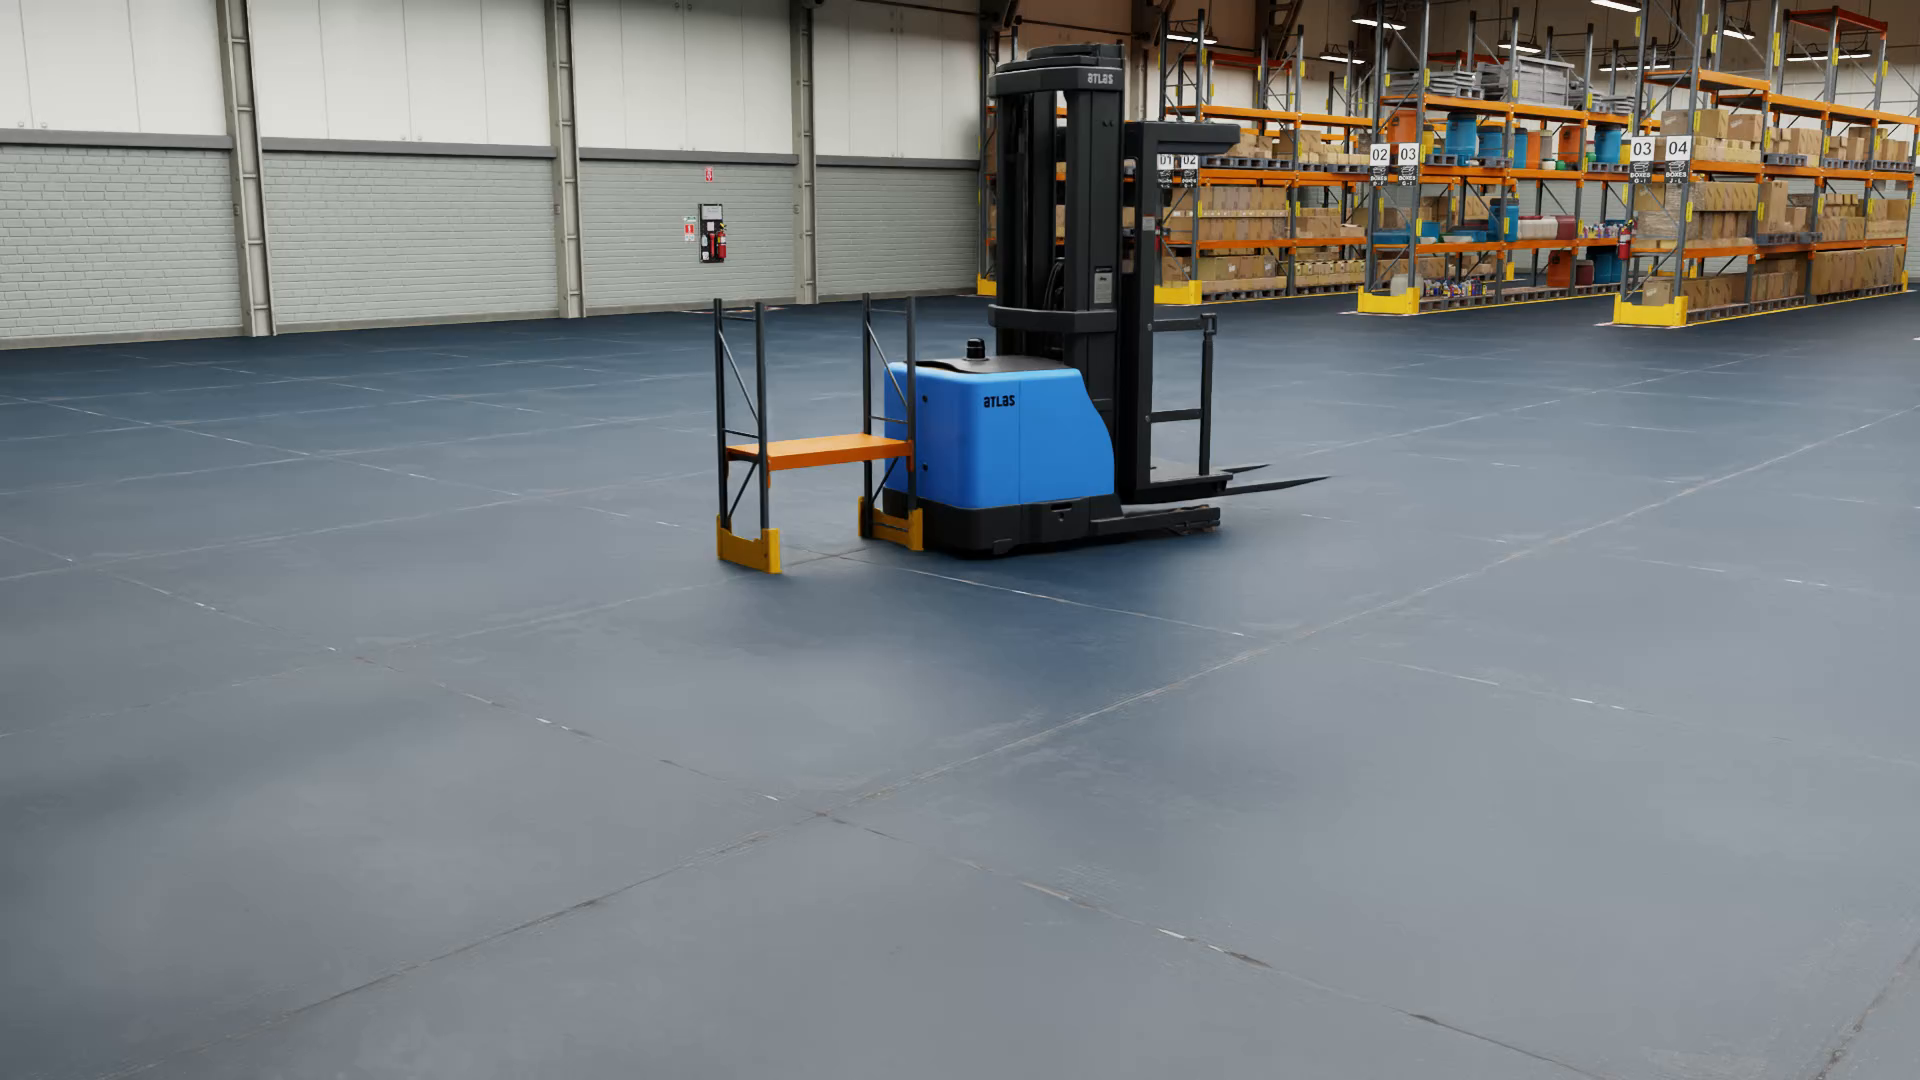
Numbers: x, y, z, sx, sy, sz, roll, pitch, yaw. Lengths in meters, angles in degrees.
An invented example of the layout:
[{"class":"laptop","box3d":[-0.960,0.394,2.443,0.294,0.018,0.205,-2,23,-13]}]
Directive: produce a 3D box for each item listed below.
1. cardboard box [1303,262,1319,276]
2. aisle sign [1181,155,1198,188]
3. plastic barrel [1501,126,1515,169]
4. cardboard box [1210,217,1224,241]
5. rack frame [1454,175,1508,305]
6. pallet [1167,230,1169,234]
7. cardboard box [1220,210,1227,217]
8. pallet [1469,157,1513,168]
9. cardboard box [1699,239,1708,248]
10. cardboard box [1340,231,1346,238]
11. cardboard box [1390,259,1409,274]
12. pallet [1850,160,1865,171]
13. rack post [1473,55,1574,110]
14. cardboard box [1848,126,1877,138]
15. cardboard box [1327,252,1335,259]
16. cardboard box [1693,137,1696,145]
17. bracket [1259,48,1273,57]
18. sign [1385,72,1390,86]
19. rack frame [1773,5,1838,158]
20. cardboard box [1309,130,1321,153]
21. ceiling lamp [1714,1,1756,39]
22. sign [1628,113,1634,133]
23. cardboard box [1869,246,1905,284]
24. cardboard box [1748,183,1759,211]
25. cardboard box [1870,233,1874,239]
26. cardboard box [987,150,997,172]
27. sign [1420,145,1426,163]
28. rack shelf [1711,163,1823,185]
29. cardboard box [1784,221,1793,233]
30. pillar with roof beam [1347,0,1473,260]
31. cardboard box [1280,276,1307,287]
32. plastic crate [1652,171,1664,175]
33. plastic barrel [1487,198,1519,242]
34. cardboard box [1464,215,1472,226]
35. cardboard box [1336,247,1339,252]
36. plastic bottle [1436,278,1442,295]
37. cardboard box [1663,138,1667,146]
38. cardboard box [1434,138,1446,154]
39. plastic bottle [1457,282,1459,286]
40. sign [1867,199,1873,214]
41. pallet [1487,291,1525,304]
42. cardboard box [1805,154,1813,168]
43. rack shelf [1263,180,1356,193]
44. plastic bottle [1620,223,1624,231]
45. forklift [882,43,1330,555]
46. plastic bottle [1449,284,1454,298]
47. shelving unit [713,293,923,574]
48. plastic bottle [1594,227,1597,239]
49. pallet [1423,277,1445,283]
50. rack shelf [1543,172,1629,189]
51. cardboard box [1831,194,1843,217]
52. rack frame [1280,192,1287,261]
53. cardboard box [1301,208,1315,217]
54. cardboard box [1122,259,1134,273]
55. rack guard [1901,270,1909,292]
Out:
[{"class":"cardboard box","box3d":[8.043,-6.356,38.891,0.500,0.311,0.500,10,15,40]},{"class":"aisle sign","box3d":[4.795,-7.759,34.761,0.394,0.787,0.004,10,15,40]},{"class":"plastic barrel","box3d":[11.572,-8.397,35.654,0.600,0.901,0.600,0,11,0]},{"class":"cardboard box","box3d":[5.269,-6.727,35.979,0.700,0.500,0.500,10,15,42]},{"class":"rack frame","box3d":[10.967,-6.481,35.000,1.000,3.000,0.127,10,15,40]},{"class":"pallet","box3d":[5.775,-8.137,43.784,1.213,0.211,1.003,10,15,40]},{"class":"cardboard box","box3d":[5.535,-7.043,35.903,0.380,0.149,0.250,9,15,39]},{"class":"pallet","box3d":[10.564,-7.740,34.130,1.213,0.211,1.003,10,15,40]},{"class":"cardboard box","box3d":[13.090,-5.284,29.651,0.380,0.149,0.250,10,15,40]},{"class":"cardboard box","box3d":[9.090,-7.392,40.204,0.250,0.149,0.380,-11,16,-43]},{"class":"cardboard box","box3d":[11.081,-6.881,42.263,0.500,0.500,0.500,10,15,40]},{"class":"pallet","box3d":[19.400,-8.253,36.705,0.805,0.209,1.217,9,14,38]},{"class":"rack post","box3d":[12.203,-9.821,35.899,1.013,1.000,3.121,10,15,40]},{"class":"cardboard box","box3d":[20.594,-9.298,37.947,0.500,0.250,0.500,9,14,37]},{"class":"cardboard box","box3d":[10.729,-8.318,49.507,0.700,0.500,0.500,10,15,40]},{"class":"cardboard box","box3d":[12.403,-6.855,28.582,0.380,0.149,0.250,10,15,40]},{"class":"bracket","box3d":[8.611,-13.754,46.906,0.235,0.232,0.430,10,15,40]},{"class":"sign","box3d":[10.309,-11.117,40.105,0.100,0.325,0.005,10,15,40]},{"class":"rack frame","box3d":[17.328,-9.371,34.153,1.000,3.000,0.127,10,15,40]},{"class":"cardboard box","box3d":[8.044,-9.265,38.679,0.500,0.500,0.500,-10,15,-42]},{"class":"ceiling lamp","box3d":[17.800,-12.977,37.307,0.800,3.185,2.000,10,15,40]},{"class":"sign","box3d":[11.644,-7.232,28.841,0.100,0.325,0.005,10,15,40]},{"class":"cardboard box","box3d":[22.247,-6.665,40.277,0.875,0.875,0.875,10,15,40]},{"class":"cardboard box","box3d":[14.597,-6.424,31.147,0.500,0.500,0.500,10,15,40]},{"class":"cardboard box","box3d":[20.587,-6.933,37.908,0.380,0.149,0.250,9,14,38]},{"class":"cardboard box","box3d":[0.970,-8.797,38.632,0.500,0.500,0.500,-11,16,-43]},{"class":"sign","box3d":[8.737,-7.296,31.400,0.100,0.325,0.005,10,15,40]},{"class":"rack shelf","box3d":[16.008,-7.253,33.044,1.077,0.370,4.000,10,15,40]},{"class":"cardboard box","box3d":[16.430,-6.289,33.309,0.396,0.266,0.258,9,15,39]},{"class":"pillar with roof beam","box3d":[15.813,-12.422,49.427,9.100,9.000,0.548,10,15,40]},{"class":"cardboard box","box3d":[7.701,-6.007,38.574,0.500,0.250,0.500,9,15,39]},{"class":"plastic crate","box3d":[17.274,-9.212,41.350,0.497,0.269,0.590,10,15,40]},{"class":"plastic barrel","box3d":[11.450,-6.744,35.039,0.600,0.901,0.708,10,15,40]},{"class":"cardboard box","box3d":[13.406,-8.463,44.671,0.500,0.500,0.500,10,15,41]},{"class":"cardboard box","box3d":[11.112,-8.667,49.600,0.380,0.149,0.250,10,15,40]},{"class":"plastic bottle","box3d":[9.998,-5.305,34.751,0.144,0.351,0.185,9,14,38]},{"class":"cardboard box","box3d":[12.256,-6.949,29.052,0.380,0.149,0.250,9,14,39]},{"class":"cardboard box","box3d":[12.822,-10.385,44.084,0.700,0.500,0.500,10,15,40]},{"class":"plastic bottle","box3d":[10.228,-5.147,34.134,0.061,0.283,0.133,10,15,40]},{"class":"sign","box3d":[20.383,-7.478,37.237,0.100,0.325,0.005,10,15,40]},{"class":"pallet","box3d":[11.456,-5.234,35.877,1.003,0.211,1.213,10,15,40]},{"class":"cardboard box","box3d":[16.881,-7.650,33.578,0.500,0.250,0.500,10,15,40]},{"class":"rack shelf","box3d":[10.126,-10.351,48.556,1.077,0.370,4.000,10,15,40]},{"class":"plastic bottle","box3d":[15.887,-7.456,40.009,0.144,0.351,0.185,10,15,40]},{"class":"forklift","box3d":[1.040,-1.544,10.460,3.031,2.935,1.130,-7,13,-31]},{"class":"plastic bottle","box3d":[9.921,-5.033,33.565,0.061,0.283,0.133,10,15,41]},{"class":"shelving unit","box3d":[-0.819,-0.655,9.661,1.083,1.500,0.587,-9,14,-37]},{"class":"plastic bottle","box3d":[14.779,-7.163,38.745,0.097,0.271,0.097,0,11,0]},{"class":"pallet","box3d":[12.021,-6.807,43.752,1.003,0.211,1.213,10,15,40]},{"class":"rack shelf","box3d":[14.928,-8.482,39.196,1.077,0.370,4.000,10,15,40]},{"class":"cardboard box","box3d":[18.693,-7.270,36.137,0.797,0.503,0.637,10,15,42]},{"class":"rack frame","box3d":[8.806,-8.939,47.306,1.000,3.000,0.127,10,15,40]},{"class":"cardboard box","box3d":[9.663,-9.270,48.200,0.980,0.700,0.700,9,15,39]},{"class":"cardboard box","box3d":[3.999,-6.862,42.168,0.700,0.500,0.500,10,15,42]},{"class":"rack guard","box3d":[22.625,-6.384,40.896,1.175,0.500,0.348,10,15,40]}]
